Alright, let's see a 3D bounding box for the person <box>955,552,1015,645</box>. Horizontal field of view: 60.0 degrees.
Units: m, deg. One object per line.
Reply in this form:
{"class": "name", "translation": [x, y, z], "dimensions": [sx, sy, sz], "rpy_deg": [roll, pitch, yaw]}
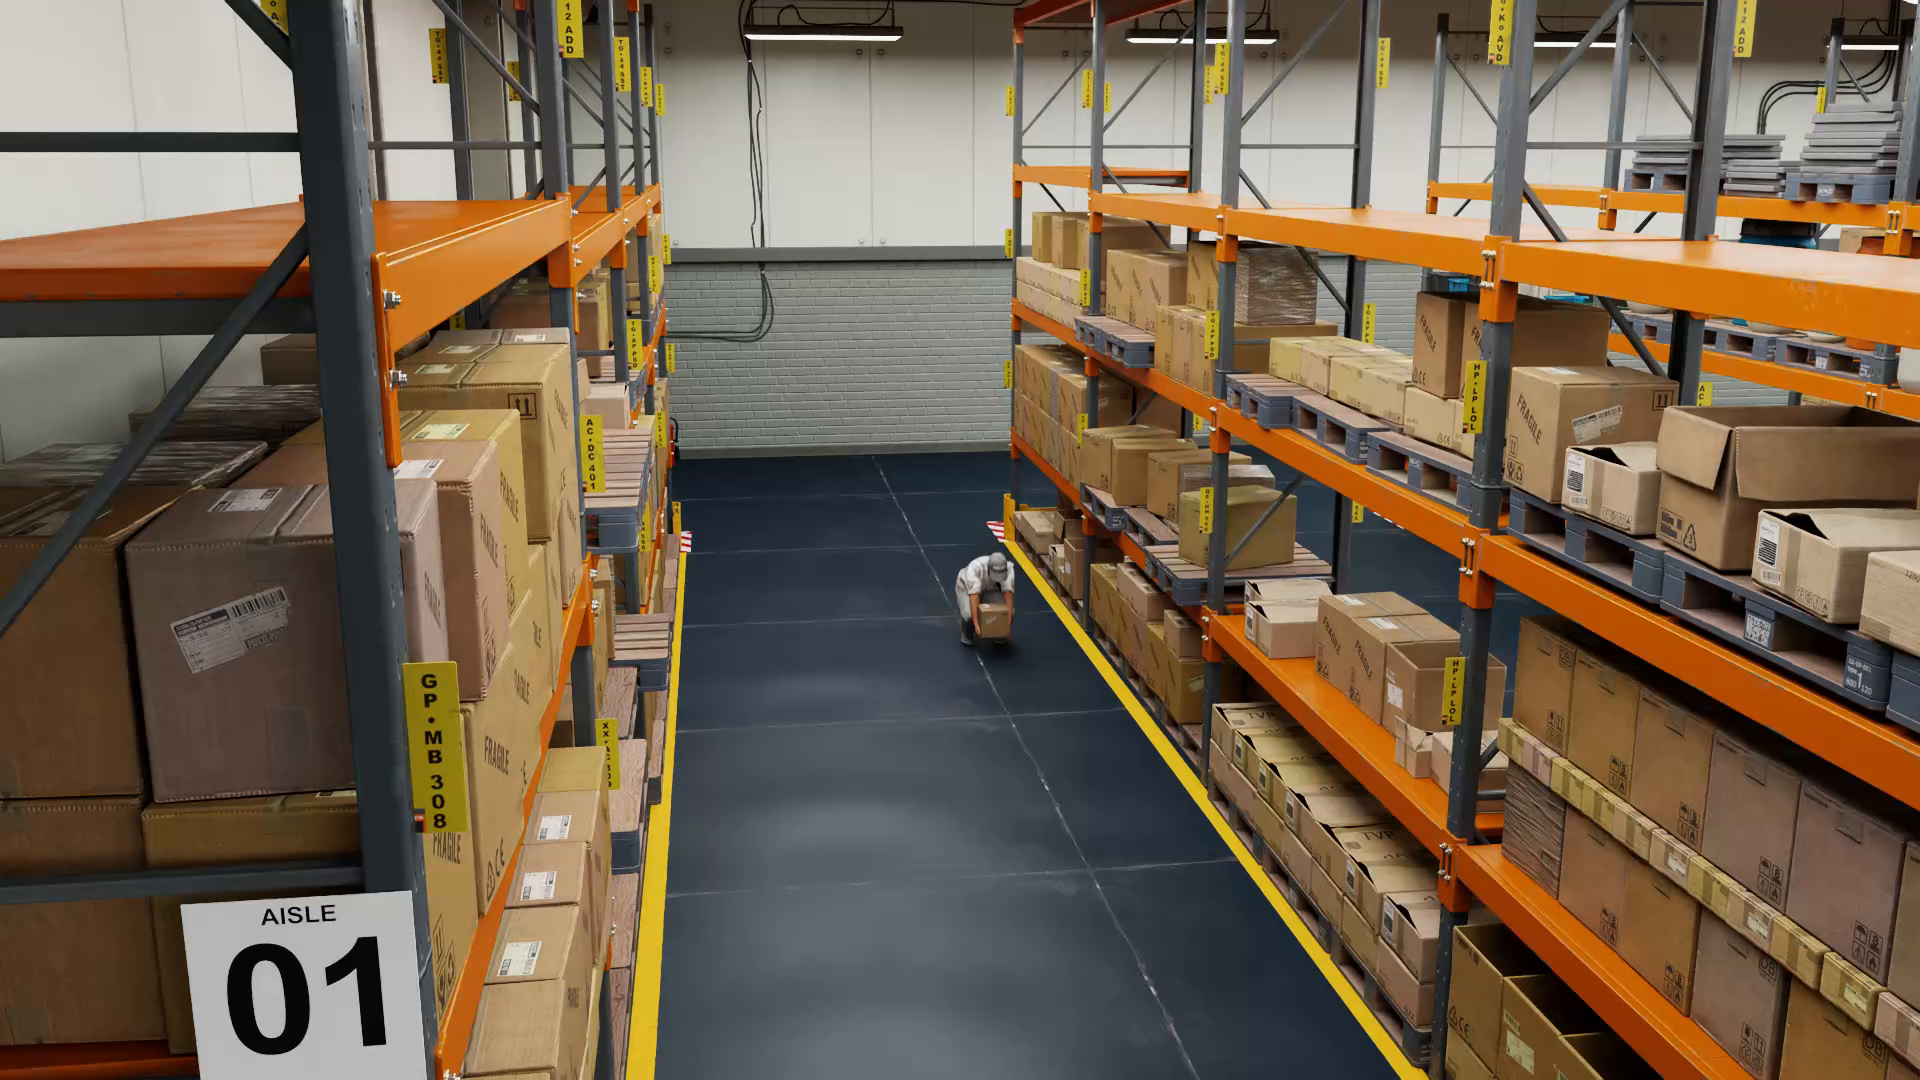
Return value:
{"class": "person", "translation": [0.240, 0.514, 15.387], "dimensions": [0.507, 0.953, 0.872], "rpy_deg": [-3, 14, -11]}
